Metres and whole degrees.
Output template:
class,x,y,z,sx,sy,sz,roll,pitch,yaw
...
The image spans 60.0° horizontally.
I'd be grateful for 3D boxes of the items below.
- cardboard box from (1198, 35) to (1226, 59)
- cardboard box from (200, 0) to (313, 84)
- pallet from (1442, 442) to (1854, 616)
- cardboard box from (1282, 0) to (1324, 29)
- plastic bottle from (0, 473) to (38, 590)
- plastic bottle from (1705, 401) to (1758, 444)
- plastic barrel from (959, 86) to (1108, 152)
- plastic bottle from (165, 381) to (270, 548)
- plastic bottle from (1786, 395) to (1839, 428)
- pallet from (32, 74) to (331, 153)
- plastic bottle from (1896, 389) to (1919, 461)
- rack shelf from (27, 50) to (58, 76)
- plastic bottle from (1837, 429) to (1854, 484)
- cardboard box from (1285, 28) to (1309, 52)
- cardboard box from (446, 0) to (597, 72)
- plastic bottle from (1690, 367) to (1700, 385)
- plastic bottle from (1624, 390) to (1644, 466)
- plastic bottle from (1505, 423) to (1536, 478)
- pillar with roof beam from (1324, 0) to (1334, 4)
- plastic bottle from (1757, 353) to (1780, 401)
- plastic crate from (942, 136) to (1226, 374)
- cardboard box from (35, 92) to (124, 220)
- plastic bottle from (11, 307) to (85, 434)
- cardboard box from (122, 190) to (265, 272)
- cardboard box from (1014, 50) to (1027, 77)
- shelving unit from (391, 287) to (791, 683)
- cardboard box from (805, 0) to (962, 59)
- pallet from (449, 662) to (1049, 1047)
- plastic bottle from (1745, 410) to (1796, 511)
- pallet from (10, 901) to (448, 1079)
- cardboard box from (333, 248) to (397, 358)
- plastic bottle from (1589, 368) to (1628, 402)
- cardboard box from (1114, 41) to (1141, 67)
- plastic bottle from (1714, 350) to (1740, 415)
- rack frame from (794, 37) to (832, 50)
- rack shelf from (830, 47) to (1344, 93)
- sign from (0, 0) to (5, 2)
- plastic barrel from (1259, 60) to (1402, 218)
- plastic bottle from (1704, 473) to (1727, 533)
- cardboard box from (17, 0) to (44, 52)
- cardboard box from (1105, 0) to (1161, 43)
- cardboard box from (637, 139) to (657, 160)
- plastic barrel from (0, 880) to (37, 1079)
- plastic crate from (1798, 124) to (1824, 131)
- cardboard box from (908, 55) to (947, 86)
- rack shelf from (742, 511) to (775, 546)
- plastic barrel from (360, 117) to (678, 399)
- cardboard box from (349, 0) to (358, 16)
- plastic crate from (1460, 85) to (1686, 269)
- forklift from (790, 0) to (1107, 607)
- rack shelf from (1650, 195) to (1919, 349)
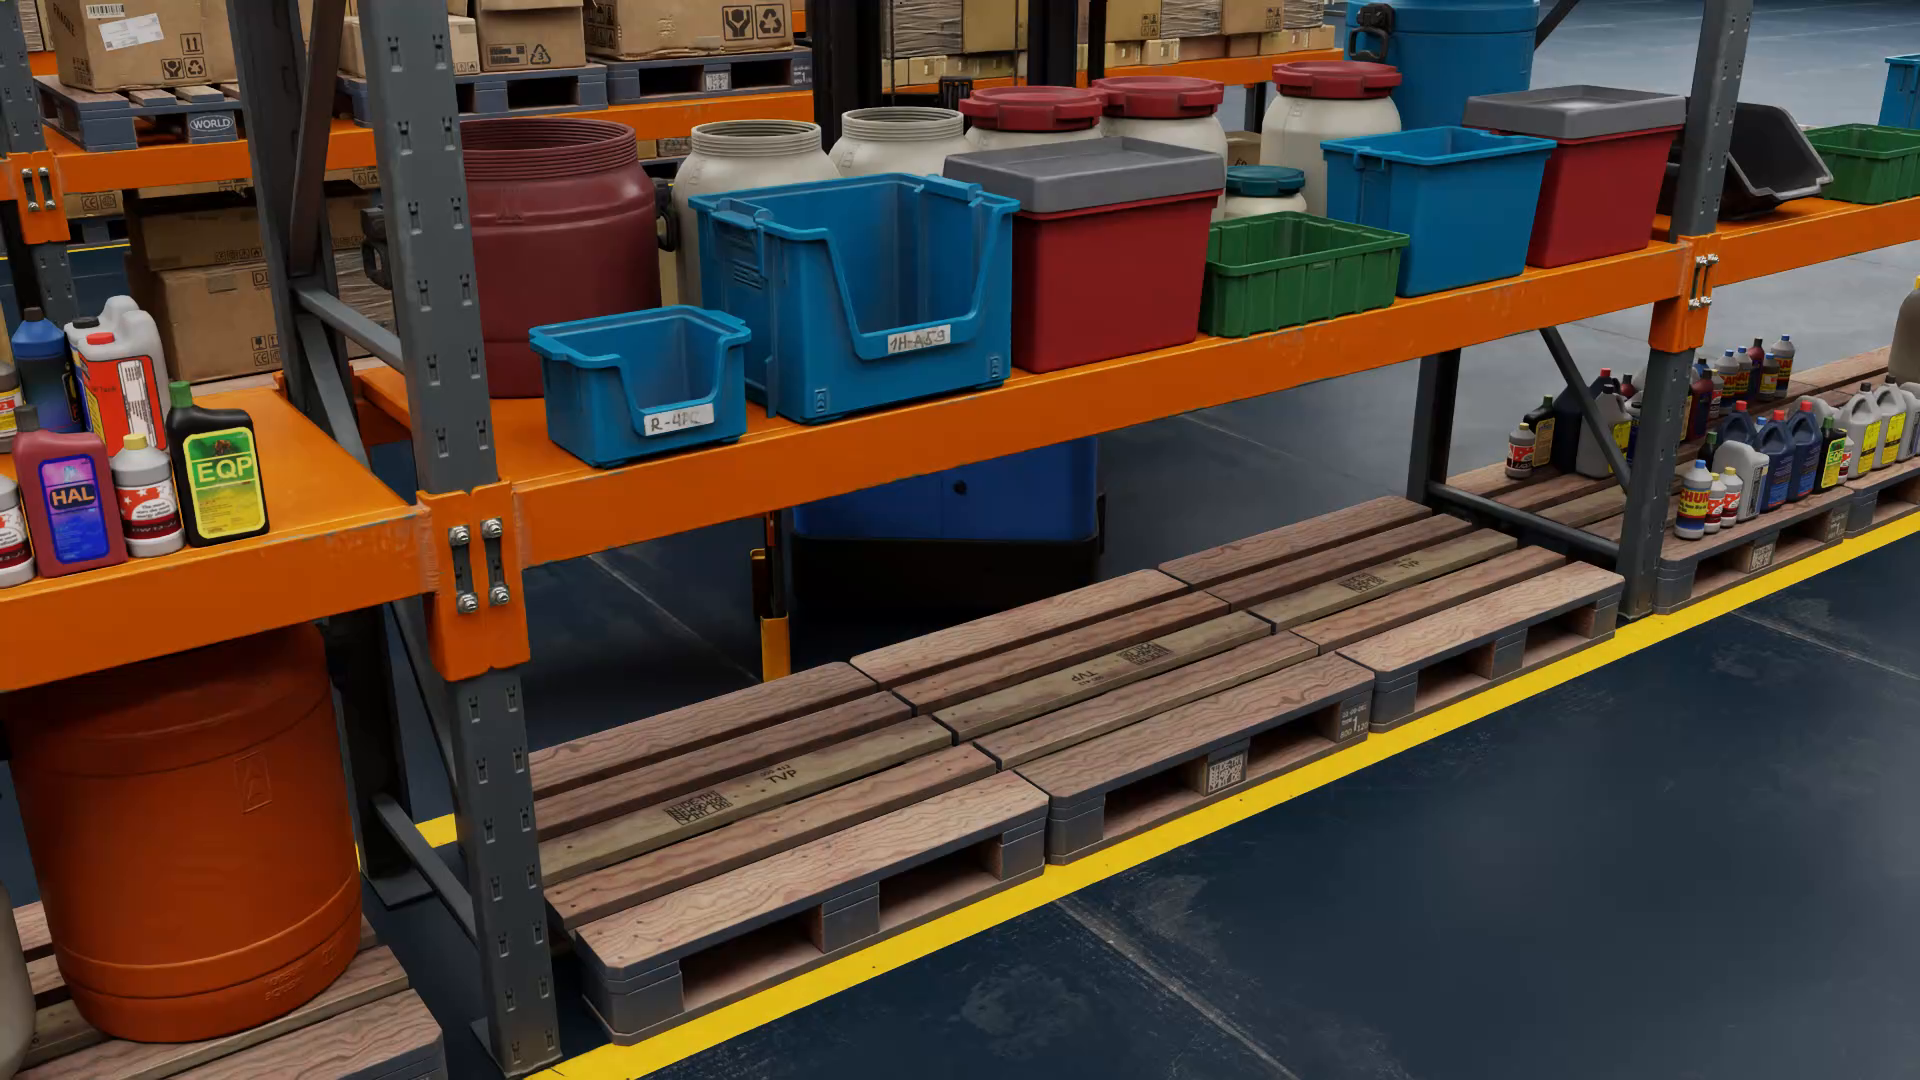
class,x,y,z,sx,sy,sz,roll,pitch,yaw
cardboard box,1.478,-3.174,10.642,0.250,0.149,0.380,-15,26,-33
cardboard box,-3.280,-2.419,7.709,0.500,0.500,0.700,-11,24,-25
pallet,2.619,-0.111,6.390,1.213,0.211,1.003,-15,26,-33
cardboard box,1.942,-3.703,11.093,0.500,0.500,0.875,-15,26,-33
plastic bottle,-1.568,-0.030,2.692,0.097,0.201,0.097,0,22,0
plastic bottle,2.863,-0.341,6.183,0.185,0.351,0.144,-15,26,-33
plastic barrel,0.198,-0.943,4.529,0.433,0.535,0.433,0,22,0
plastic bottle,-1.276,-0.137,2.851,0.133,0.283,0.061,-15,26,-33
plastic bottle,3.339,-0.434,6.519,0.135,0.276,0.152,-15,26,-33
pallet,-3.573,-1.995,7.607,1.003,0.211,1.213,-15,26,-33
plastic bottle,3.729,-0.473,6.615,0.135,0.276,0.152,-16,27,-34
rack shelf,-5.281,-3.510,12.117,4.000,0.370,1.077,-15,26,-33
plastic bottle,3.344,-0.323,6.340,0.097,0.201,0.097,0,22,0
cardboard box,2.090,-3.335,11.045,0.250,0.149,0.380,-15,26,-33
cardboard box,-2.196,-2.603,8.167,0.637,0.503,0.797,-12,25,-27
plastic bottle,2.957,-0.584,6.894,0.135,0.276,0.152,-14,26,-32
plastic bottle,2.667,-0.441,6.536,0.135,0.276,0.152,-15,26,-33
plastic bottle,2.162,-0.350,6.409,0.097,0.201,0.097,0,22,0
pillar with roof beam,9.749,-13.611,28.364,0.400,9.000,9.100,-15,26,-33
plastic bottle,3.559,-0.723,7.342,0.097,0.201,0.097,0,22,0
plastic crate,0.293,-0.695,4.004,0.583,0.464,0.402,-15,26,-33
cardboard box,-6.357,-2.667,11.500,0.750,0.750,1.050,-15,26,-34
plastic bottle,-1.847,-0.334,3.361,0.097,0.271,0.097,0,22,0
cardboard box,-3.563,-1.443,7.733,0.500,0.250,0.500,-14,26,-31
cardboard box,0.329,-2.814,9.740,0.250,0.149,0.380,-15,26,-33
shelving unit,-1.109,-0.295,5.112,1.083,1.500,0.587,-4,22,-9
cardboard box,-0.441,-3.027,9.398,0.500,0.500,0.875,-15,26,-33
pallet,-0.545,0.732,4.278,1.213,0.211,1.003,-15,26,-33
plastic bottle,2.948,-0.297,6.074,0.185,0.351,0.144,-14,26,-31
pallet,-1.813,1.071,3.428,1.213,0.211,1.003,-15,26,-33
cardboard box,-3.115,-1.216,8.175,0.500,0.500,0.700,-18,28,-37
plastic bottle,2.560,-0.515,6.620,0.185,0.351,0.144,-16,27,-35
cardboard box,0.894,-2.999,10.204,0.250,0.149,0.380,-15,26,-33
plastic bottle,3.284,-0.682,7.145,0.097,0.271,0.097,0,22,0
rack frame,-0.843,-2.763,9.274,0.127,3.000,1.000,-15,26,-33
rack shelf,0.781,-2.862,10.492,4.000,0.370,1.077,-15,26,-33
sign,-3.763,-2.269,6.473,0.005,0.325,0.100,-15,26,-33
plastic barrel,1.145,-1.195,5.161,0.433,0.535,0.433,0,22,0
plastic bottle,2.647,-0.137,5.875,0.097,0.201,0.097,0,22,0
cardboard box,-6.382,-3.474,10.920,0.500,0.500,0.500,-15,26,-32
cardboard box,0.762,-3.359,10.230,0.500,0.500,0.875,-15,26,-33
cardboard box,-3.106,-3.601,13.673,0.875,0.875,0.875,-14,26,-32
plastic barrel,-1.990,0.813,3.102,0.421,0.512,0.421,0,22,0
plastic crate,3.220,-1.579,6.661,0.437,0.136,0.530,-15,26,-33
cardboard box,-0.282,-2.653,9.336,0.250,0.149,0.380,-15,26,-33
rack shelf,-1.100,-0.129,5.181,1.000,0.185,0.538,-4,22,-9
plastic barrel,-0.997,-0.662,3.825,0.708,0.536,0.600,-15,26,-33
cardboard box,-4.335,-4.021,12.291,0.500,0.500,0.500,-15,26,-33
plastic crate,1.836,-1.106,5.035,0.583,0.464,0.402,-15,26,-33
forklift,0.005,-1.630,6.527,1.130,2.935,3.031,1,22,2
rack shelf,3.673,-1.372,6.758,4.000,0.370,1.077,-15,26,-33
